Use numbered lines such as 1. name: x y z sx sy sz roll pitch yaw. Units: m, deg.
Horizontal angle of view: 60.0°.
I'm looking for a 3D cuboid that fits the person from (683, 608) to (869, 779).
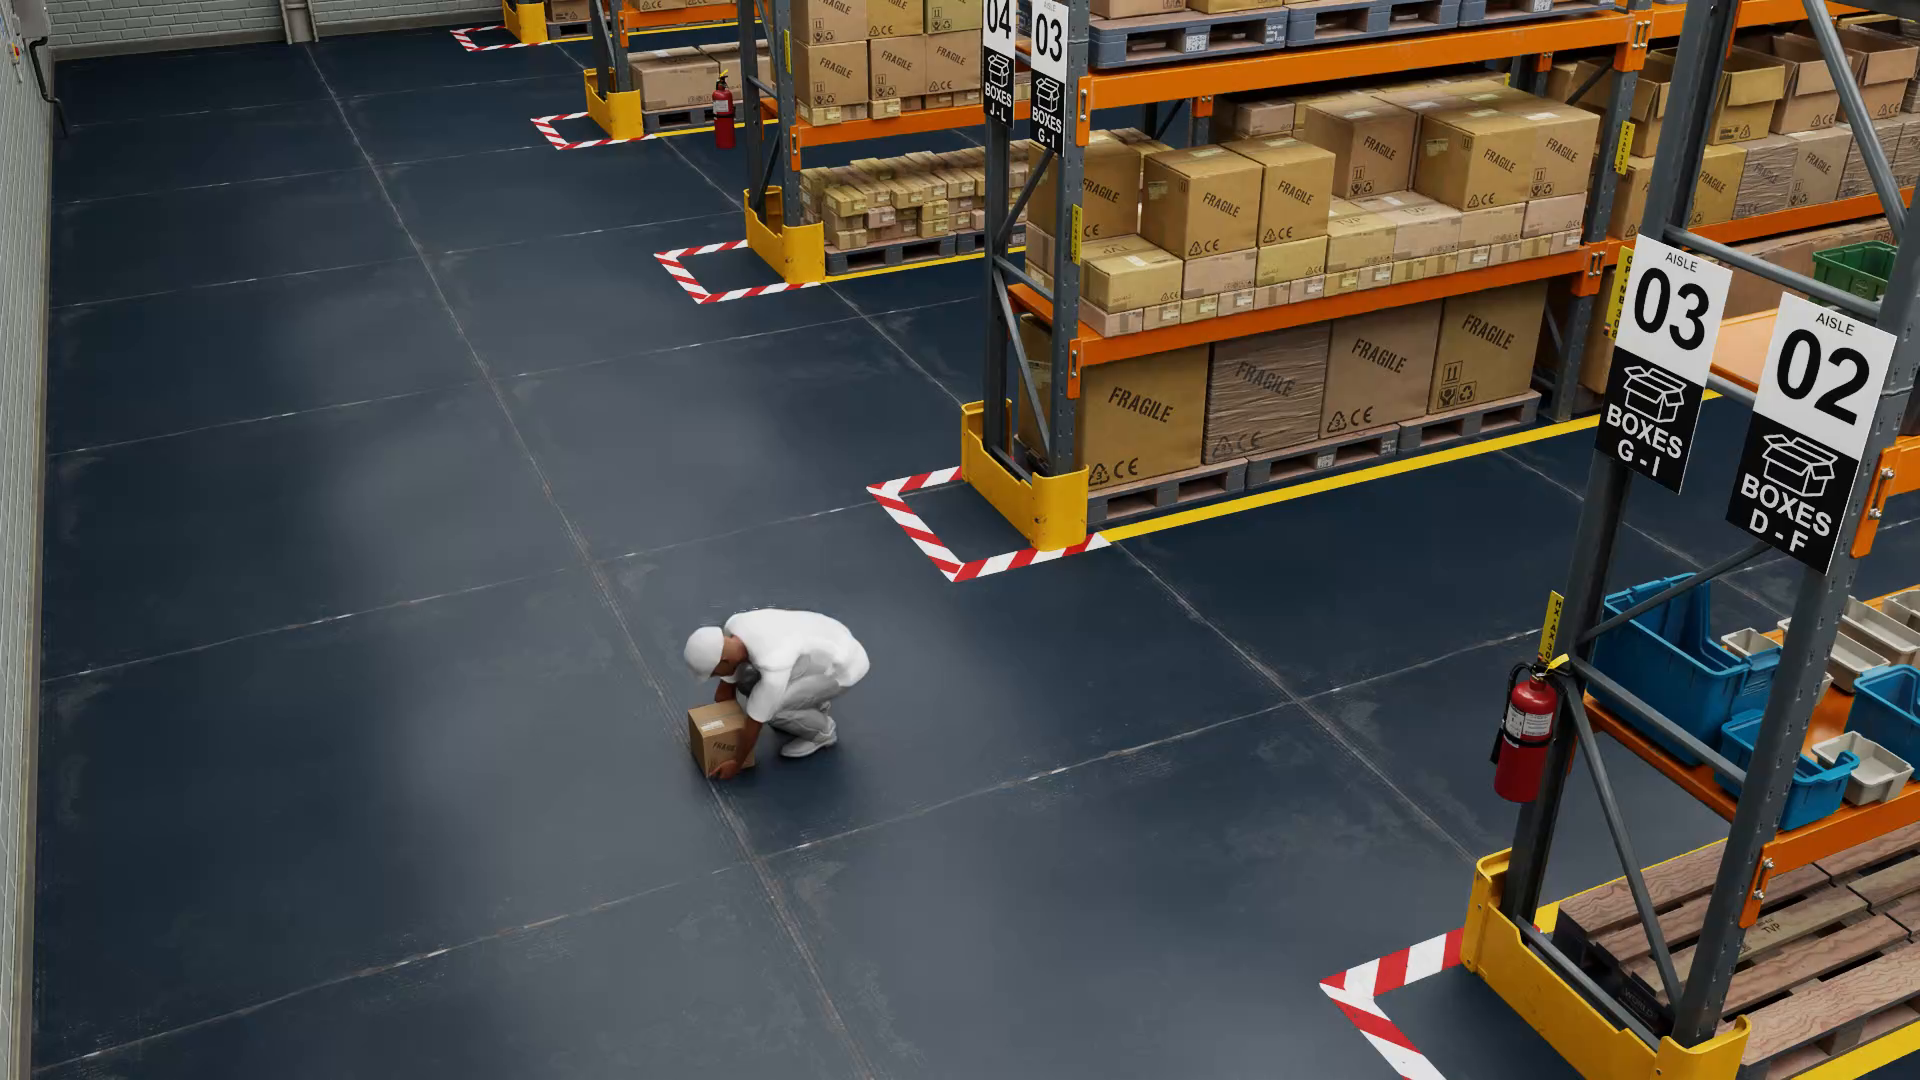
1. person: -0.899 0.719 8.210 0.923 0.888 0.550 -13 32 -22
